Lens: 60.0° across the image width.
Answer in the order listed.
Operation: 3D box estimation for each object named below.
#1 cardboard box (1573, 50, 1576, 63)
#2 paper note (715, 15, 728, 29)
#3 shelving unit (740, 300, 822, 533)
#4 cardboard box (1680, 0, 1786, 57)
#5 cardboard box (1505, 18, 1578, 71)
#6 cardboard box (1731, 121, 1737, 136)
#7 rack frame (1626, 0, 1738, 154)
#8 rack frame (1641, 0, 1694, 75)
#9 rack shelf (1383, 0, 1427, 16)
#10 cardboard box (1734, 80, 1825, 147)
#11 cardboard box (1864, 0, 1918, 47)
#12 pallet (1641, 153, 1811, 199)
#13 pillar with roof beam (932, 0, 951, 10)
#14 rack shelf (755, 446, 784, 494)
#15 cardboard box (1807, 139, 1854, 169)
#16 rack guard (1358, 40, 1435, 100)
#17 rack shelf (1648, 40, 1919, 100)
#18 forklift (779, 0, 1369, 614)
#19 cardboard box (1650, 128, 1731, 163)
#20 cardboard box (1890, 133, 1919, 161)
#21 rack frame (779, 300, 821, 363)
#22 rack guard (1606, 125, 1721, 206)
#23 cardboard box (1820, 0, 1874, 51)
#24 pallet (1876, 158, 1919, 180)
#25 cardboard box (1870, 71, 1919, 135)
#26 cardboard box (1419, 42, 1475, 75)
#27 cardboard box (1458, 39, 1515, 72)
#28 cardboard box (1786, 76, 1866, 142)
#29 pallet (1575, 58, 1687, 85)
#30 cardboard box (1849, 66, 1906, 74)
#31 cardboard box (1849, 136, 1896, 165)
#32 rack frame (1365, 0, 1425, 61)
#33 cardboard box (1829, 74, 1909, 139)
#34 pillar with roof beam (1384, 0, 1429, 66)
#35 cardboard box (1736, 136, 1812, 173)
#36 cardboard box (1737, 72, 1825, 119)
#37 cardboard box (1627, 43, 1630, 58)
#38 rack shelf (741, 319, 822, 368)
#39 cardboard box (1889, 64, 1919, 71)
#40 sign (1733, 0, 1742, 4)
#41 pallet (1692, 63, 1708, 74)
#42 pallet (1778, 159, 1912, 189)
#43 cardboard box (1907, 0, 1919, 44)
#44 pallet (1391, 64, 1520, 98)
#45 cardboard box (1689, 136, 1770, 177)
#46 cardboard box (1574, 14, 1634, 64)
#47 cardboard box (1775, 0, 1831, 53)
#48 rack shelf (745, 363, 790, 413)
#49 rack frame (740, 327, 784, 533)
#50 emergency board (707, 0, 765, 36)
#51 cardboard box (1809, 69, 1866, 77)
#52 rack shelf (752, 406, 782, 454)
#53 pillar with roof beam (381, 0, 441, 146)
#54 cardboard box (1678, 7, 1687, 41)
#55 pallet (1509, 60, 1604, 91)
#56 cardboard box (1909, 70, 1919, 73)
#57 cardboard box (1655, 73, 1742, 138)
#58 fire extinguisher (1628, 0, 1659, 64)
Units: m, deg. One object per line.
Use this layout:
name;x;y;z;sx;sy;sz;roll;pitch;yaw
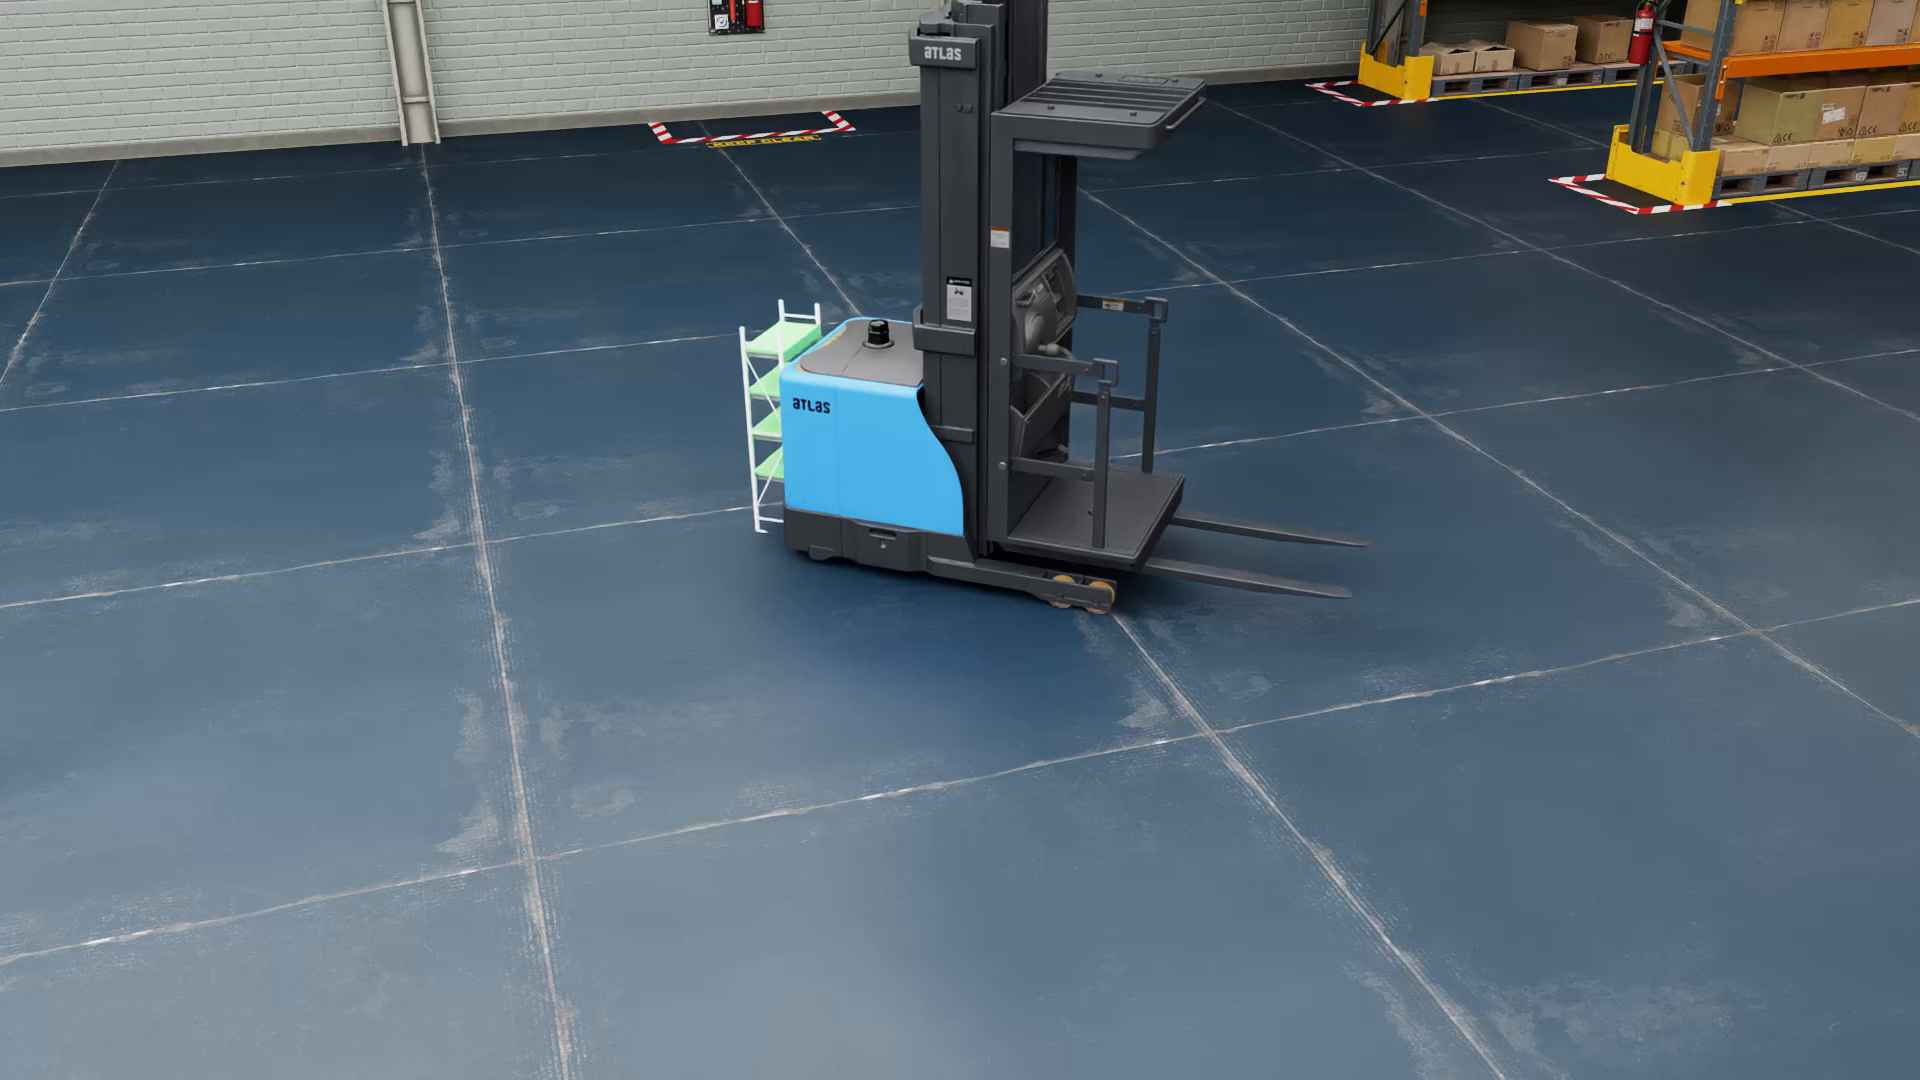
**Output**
cardboard box;7.491;-6.086;20.846;0.250;0.149;0.380;-11;28;-20
paper note;-2.644;-5.748;18.446;0.142;0.148;0.016;-8;28;-16
shelving unit;-0.962;-0.677;9.258;0.258;1.200;0.503;8;27;18
cardboard box;7.200;-4.836;15.505;0.500;0.500;0.700;-8;28;-16
cardboard box;7.156;-6.119;20.519;0.500;0.500;0.700;-10;28;-19
cardboard box;7.643;-3.962;16.476;0.500;0.250;0.500;-8;28;-16
rack frame;6.753;-4.732;15.409;0.127;3.000;1.000;-8;28;-16
rack frame;9.018;-7.377;20.736;0.127;3.000;1.000;-8;28;-16
rack shelf;7.117;-6.780;20.342;4.000;0.370;1.077;-8;28;-16
cardboard box;7.806;-4.074;15.860;0.500;0.500;0.500;-8;28;-16
cardboard box;8.672;-5.050;15.937;0.500;0.500;0.700;-7;27;-15
pallet;7.467;-3.606;16.277;1.213;0.211;1.003;-8;28;-16
pillar with roof beam;1.241;-7.329;13.893;0.400;9.000;9.100;-8;28;-16
rack shelf;-0.956;-0.404;9.392;0.258;0.148;0.480;8;27;18
cardboard box;8.281;-3.808;16.167;0.500;0.250;0.500;-8;28;-16
rack guard;5.287;-5.717;20.204;0.348;0.500;1.175;-8;28;-16
rack shelf;8.654;-4.686;16.124;4.000;0.370;1.077;-8;28;-16
forklift;0.615;-1.200;8.372;3.031;2.935;1.130;9;28;18
cardboard box;7.171;-3.888;16.328;0.500;0.250;0.500;-8;28;-16
cardboard box;9.233;-3.944;16.440;0.500;0.250;0.500;-8;28;-16
rack frame;-0.880;-0.779;9.464;0.240;1.200;0.015;8;27;18
rack guard;6.730;-3.609;15.958;0.348;0.500;1.175;-8;28;-16
cardboard box;8.172;-4.976;15.788;0.500;0.500;0.700;-8;28;-16
pallet;9.787;-3.942;16.954;1.213;0.211;1.003;-8;28;-16
cardboard box;9.229;-4.285;16.284;0.500;0.500;0.500;-8;28;-16
cardboard box;5.901;-5.876;20.242;0.500;0.311;0.500;-12;29;-22
cardboard box;6.443;-5.955;20.400;0.500;0.311;0.500;-6;27;-12
cardboard box;8.278;-4.149;16.010;0.500;0.500;0.500;-8;28;-16
pallet;8.391;-6.021;21.140;1.213;0.211;1.003;-8;28;-16
cardboard box;9.067;-4.506;16.730;0.500;0.500;0.500;-8;28;-16
cardboard box;8.758;-3.875;16.301;0.500;0.250;0.500;-8;28;-16
rack frame;5.215;-6.826;19.627;0.127;3.000;1.000;-8;28;-16
cardboard box;8.758;-4.210;16.134;0.500;0.500;0.500;-8;28;-16
pillar with roof beam;6.946;-8.155;15.557;0.400;9.000;9.100;-8;28;-16
cardboard box;7.806;-3.739;16.028;0.500;0.250;0.500;-8;28;-16
cardboard box;8.117;-4.368;16.452;0.500;0.500;0.500;-8;28;-16
cardboard box;8.519;-6.219;21.095;0.250;0.166;0.380;-12;29;-23
rack shelf;-0.969;-1.051;9.076;0.258;0.148;0.480;8;27;18
cardboard box;9.545;-4.572;16.863;0.500;0.500;0.500;-8;28;-16
sign;6.919;-4.920;14.725;0.005;0.325;0.100;-8;28;-16
pallet;9.758;-6.236;21.574;1.213;0.211;1.003;-8;28;-16
pallet;8.625;-3.773;16.612;1.213;0.211;1.003;-8;28;-16
cardboard box;9.158;-5.121;16.080;0.500;0.500;0.700;-8;27;-15
pallet;6.071;-5.685;20.463;1.213;0.211;1.003;-8;28;-16
cardboard box;7.331;-3.669;15.886;0.500;0.250;0.500;-8;28;-16
cardboard box;8.044;-6.295;20.873;0.500;0.500;0.500;-10;28;-20
cardboard box;7.698;-4.910;15.655;0.500;0.500;0.700;-8;27;-15
rack shelf;-0.965;-0.835;9.181;0.258;0.148;0.480;8;27;18
rack frame;-1.043;-0.575;9.052;0.240;1.200;0.015;8;27;18
emergency board;-2.454;-6.138;18.241;0.643;1.169;0.194;-8;28;-16
cardboard box;8.592;-4.437;16.590;0.500;0.500;0.500;-8;28;-16
rack shelf;-0.960;-0.619;9.286;0.258;0.148;0.480;8;27;18
pillar with roof beam;-4.464;-6.503;12.229;0.400;9.000;9.100;-8;28;-16
cardboard box;9.713;-6.563;21.413;0.500;0.500;0.700;-7;27;-14
pallet;7.229;-5.851;20.798;1.213;0.211;1.003;-8;28;-16
cardboard box;9.704;-4.355;16.426;0.500;0.500;0.500;-8;28;-16
cardboard box;7.170;-4.224;16.163;0.500;0.500;0.500;-8;28;-16
fire extinguisher;6.496;-4.878;15.789;0.183;0.674;0.296;-8;28;-16
